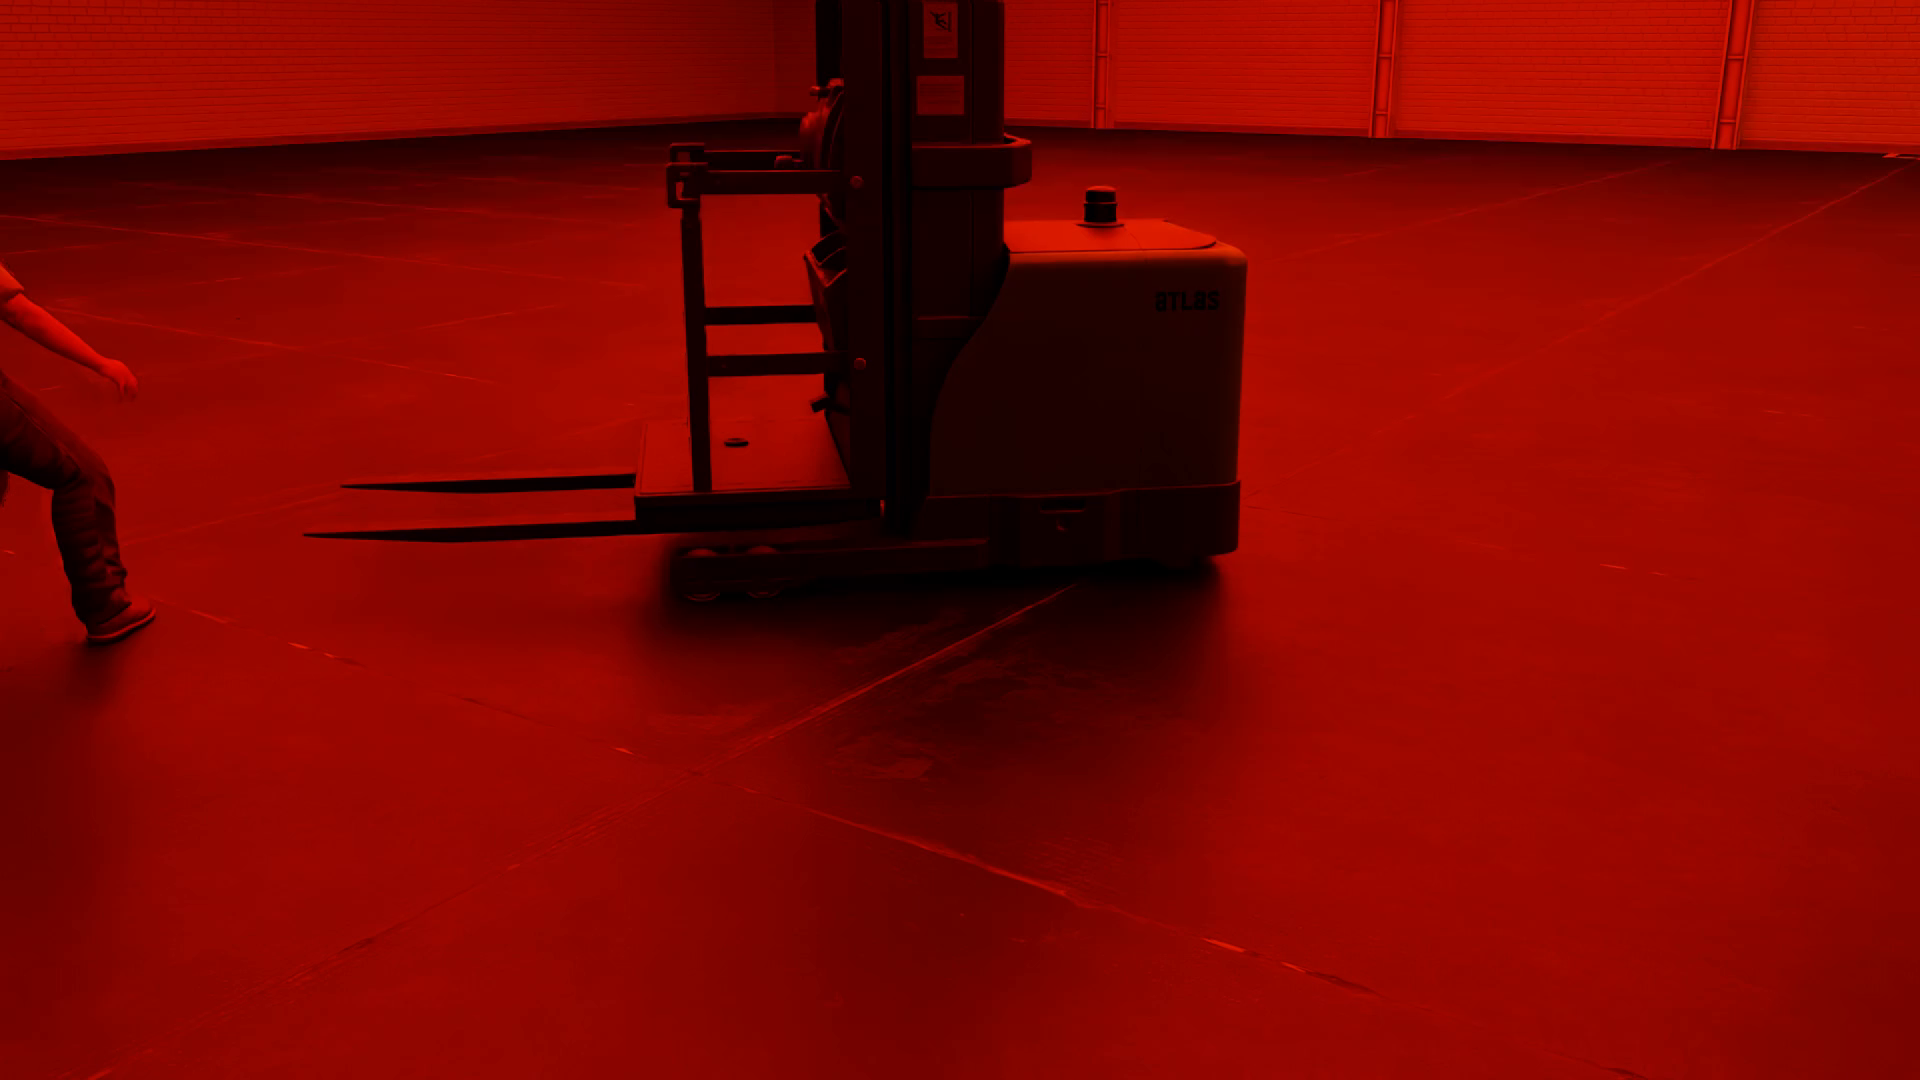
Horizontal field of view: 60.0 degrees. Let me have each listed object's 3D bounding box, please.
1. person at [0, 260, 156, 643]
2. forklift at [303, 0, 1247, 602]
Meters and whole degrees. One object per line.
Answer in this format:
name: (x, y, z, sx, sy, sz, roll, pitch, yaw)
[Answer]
person: (-2.805, -0.459, 4.793, 0.740, 1.533, 0.520, 6, 18, 18)
forklift: (-0.625, -1.370, 5.415, 3.031, 2.935, 1.130, -3, 17, -9)
